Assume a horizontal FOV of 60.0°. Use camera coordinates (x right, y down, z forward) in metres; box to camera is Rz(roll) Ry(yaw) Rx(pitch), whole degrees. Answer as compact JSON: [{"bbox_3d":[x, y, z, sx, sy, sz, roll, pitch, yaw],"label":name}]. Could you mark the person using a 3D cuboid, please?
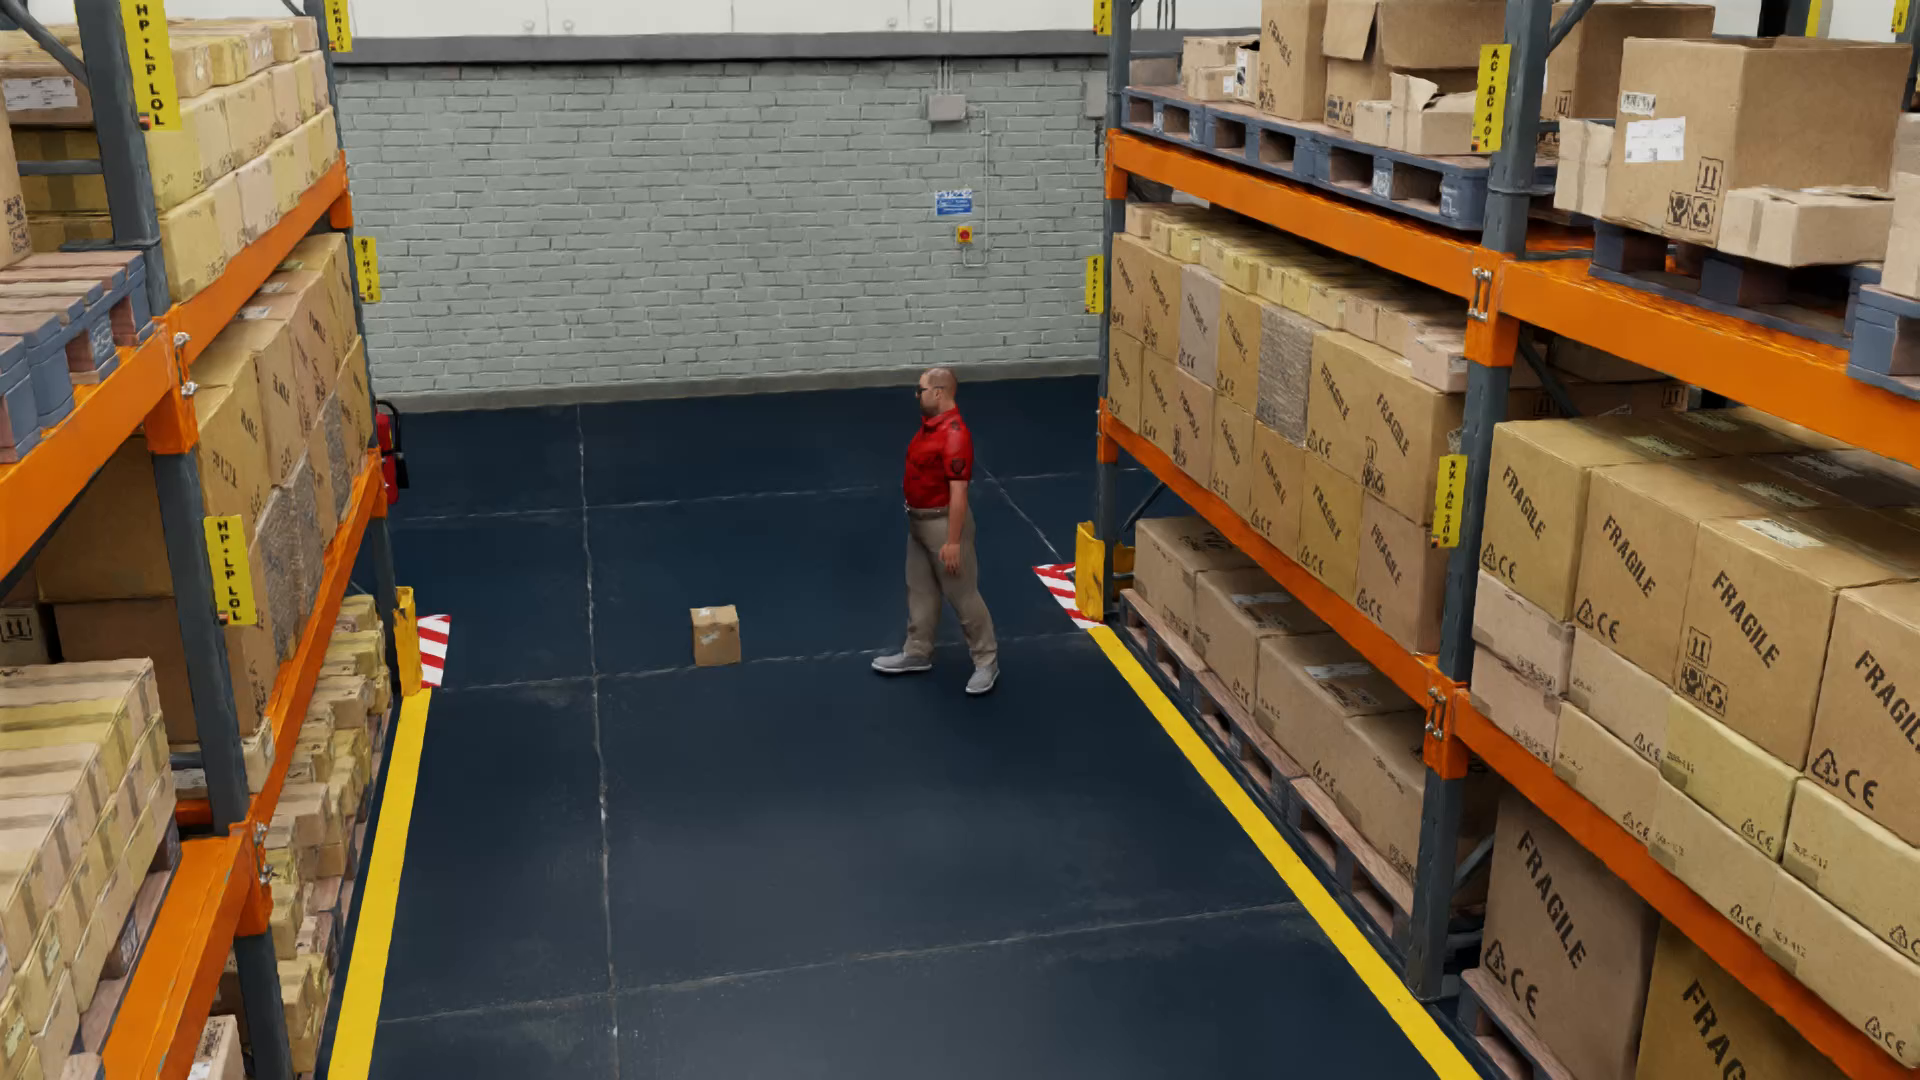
[{"bbox_3d":[-0.138,-0.083,8.801,0.631,1.716,0.756,-7,21,-18],"label":"person"}]
